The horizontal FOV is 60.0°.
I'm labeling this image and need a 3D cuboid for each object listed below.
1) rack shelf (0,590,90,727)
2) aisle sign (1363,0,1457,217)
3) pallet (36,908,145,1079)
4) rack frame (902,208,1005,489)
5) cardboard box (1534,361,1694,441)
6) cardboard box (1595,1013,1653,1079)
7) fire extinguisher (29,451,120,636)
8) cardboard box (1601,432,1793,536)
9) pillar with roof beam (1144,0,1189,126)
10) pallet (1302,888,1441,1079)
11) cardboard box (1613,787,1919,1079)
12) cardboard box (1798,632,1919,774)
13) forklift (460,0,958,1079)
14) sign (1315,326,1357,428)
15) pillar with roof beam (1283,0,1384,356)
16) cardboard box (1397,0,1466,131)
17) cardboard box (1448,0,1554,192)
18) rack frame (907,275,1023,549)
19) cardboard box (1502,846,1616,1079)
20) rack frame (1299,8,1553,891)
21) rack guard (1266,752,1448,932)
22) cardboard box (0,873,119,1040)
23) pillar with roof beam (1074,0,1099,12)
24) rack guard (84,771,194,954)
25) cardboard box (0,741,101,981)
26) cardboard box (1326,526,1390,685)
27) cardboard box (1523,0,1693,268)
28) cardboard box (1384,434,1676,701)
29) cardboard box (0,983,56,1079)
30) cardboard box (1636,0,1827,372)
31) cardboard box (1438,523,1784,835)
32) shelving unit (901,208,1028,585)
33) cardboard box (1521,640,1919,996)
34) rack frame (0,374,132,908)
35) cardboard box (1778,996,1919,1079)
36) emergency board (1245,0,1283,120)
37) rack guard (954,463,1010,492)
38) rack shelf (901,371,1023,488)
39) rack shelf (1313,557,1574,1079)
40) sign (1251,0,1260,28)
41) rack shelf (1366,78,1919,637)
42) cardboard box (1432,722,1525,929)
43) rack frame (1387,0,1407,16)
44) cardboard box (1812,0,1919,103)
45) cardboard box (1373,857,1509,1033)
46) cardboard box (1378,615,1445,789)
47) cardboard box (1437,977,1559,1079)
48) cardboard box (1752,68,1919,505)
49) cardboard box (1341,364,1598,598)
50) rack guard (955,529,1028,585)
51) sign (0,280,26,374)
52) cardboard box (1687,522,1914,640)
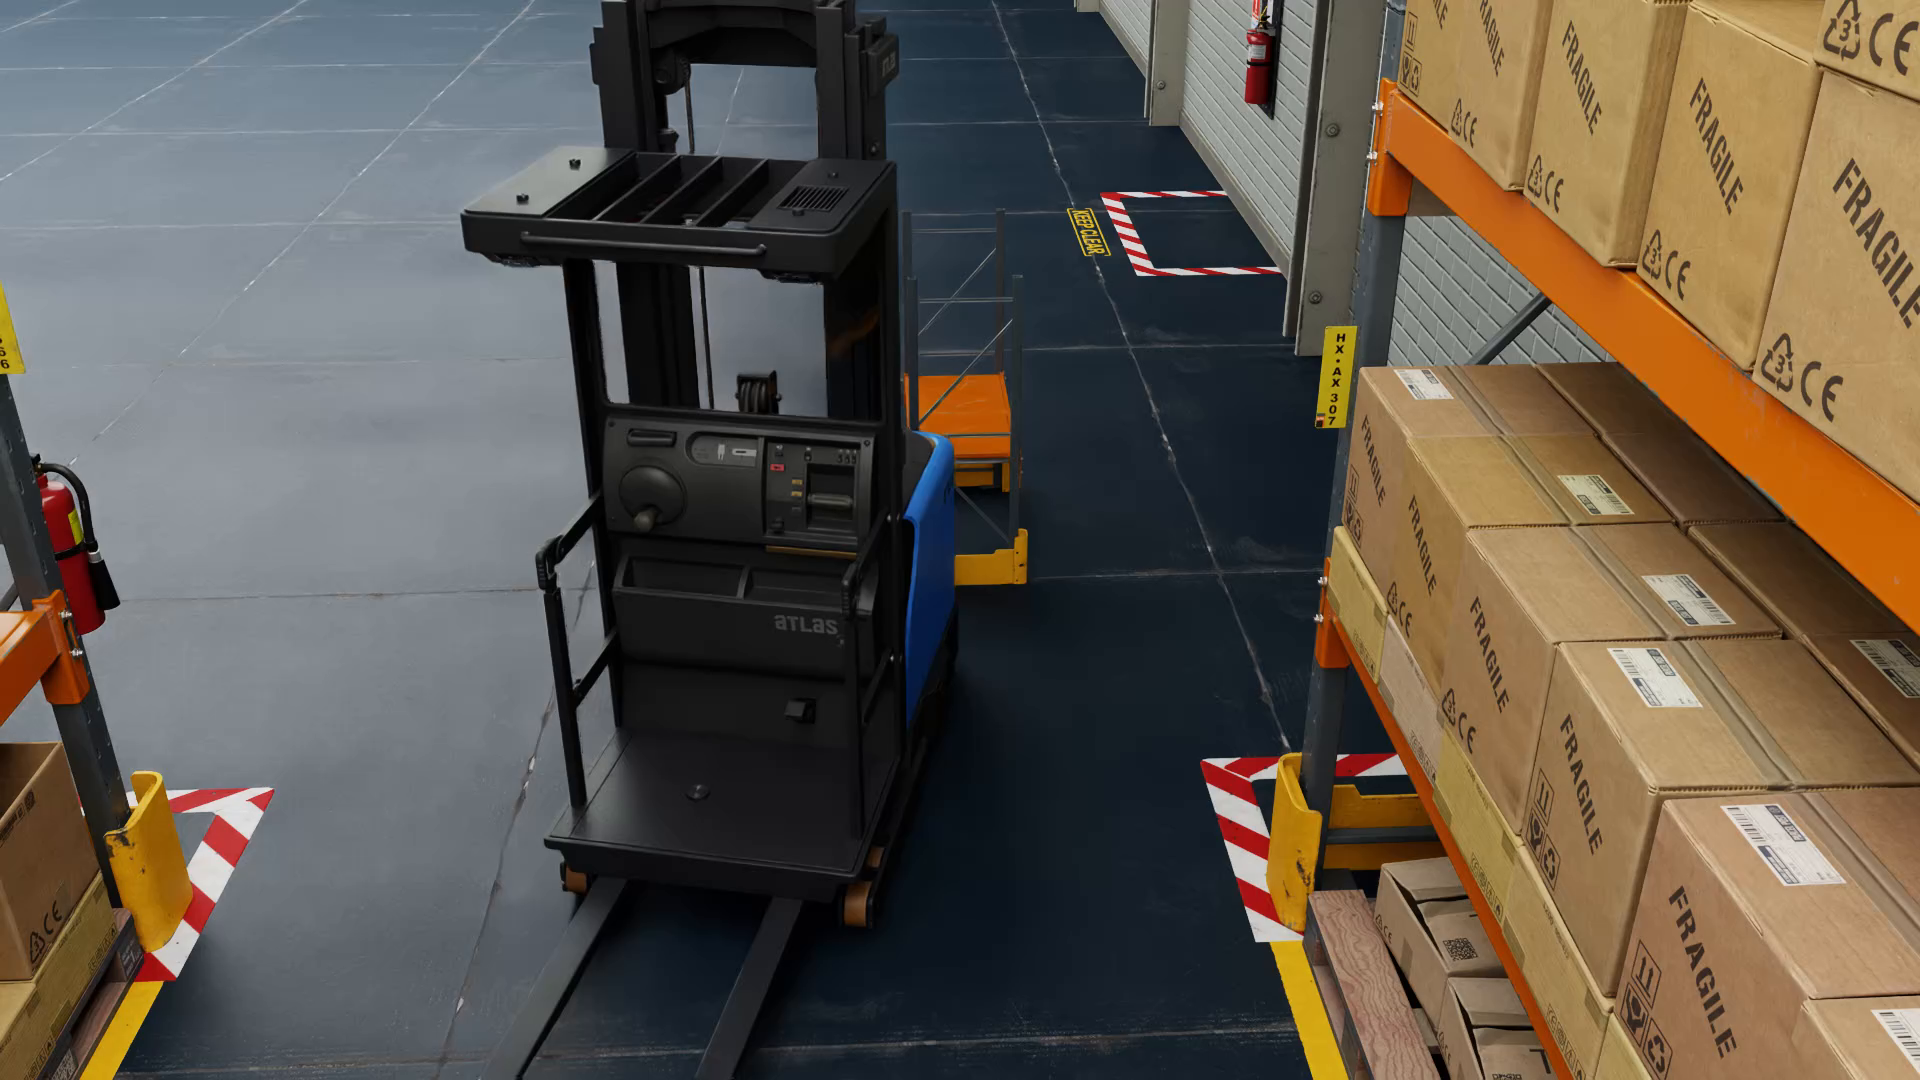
[{"bbox_3d":[-3.166,1.246,3.395,1.077,0.370,4.000,-1,28,-3],"label":"rack shelf"},{"bbox_3d":[1.373,-1.296,4.680,0.394,0.787,0.004,-1,28,-3],"label":"aisle sign"},{"bbox_3d":[-3.188,1.592,4.969,1.003,0.211,1.213,-1,28,-3],"label":"pallet"},{"bbox_3d":[-0.031,-0.939,8.429,0.500,1.500,0.032,-1,28,-3],"label":"rack frame"},{"bbox_3d":[1.914,-0.180,4.681,0.500,0.500,0.500,-2,28,-3],"label":"cardboard box"},{"bbox_3d":[1.499,1.114,3.011,0.500,0.250,0.500,-2,28,-3],"label":"cardboard box"},{"bbox_3d":[-2.812,-0.028,5.143,0.296,0.674,0.183,-1,28,-3],"label":"fire extinguisher"},{"bbox_3d":[1.930,0.053,4.235,0.500,0.500,0.500,-1,28,-2],"label":"cardboard box"},{"bbox_3d":[-2.349,-7.913,13.691,9.100,9.000,0.400,-1,28,-3],"label":"pillar with roof beam"},{"bbox_3d":[1.688,1.530,5.088,1.003,0.211,1.213,-1,28,-3],"label":"pallet"},{"bbox_3d":[1.505,0.781,2.839,0.500,0.500,0.500,-2,28,-4],"label":"cardboard box"},{"bbox_3d":[1.988,0.524,3.331,0.500,0.500,0.500,-1,28,-2],"label":"cardboard box"},{"bbox_3d":[-0.780,-0.153,5.375,1.130,2.935,3.031,5,28,9],"label":"forklift"},{"bbox_3d":[1.135,-0.488,5.006,0.100,0.325,0.005,-1,28,-3],"label":"sign"},{"bbox_3d":[-2.035,-5.142,8.378,9.100,9.000,0.400,-1,28,-3],"label":"pillar with roof beam"},{"bbox_3d":[1.444,-1.340,4.203,0.500,0.500,0.500,-1,28,-1],"label":"cardboard box"},{"bbox_3d":[1.437,-1.091,3.725,0.500,0.500,0.500,0,28,1],"label":"cardboard box"},{"bbox_3d":[0.022,-0.470,7.529,0.500,1.500,0.032,-1,28,-3],"label":"rack frame"},{"bbox_3d":[1.471,0.881,3.457,0.500,0.250,0.500,-1,28,-2],"label":"cardboard box"},{"bbox_3d":[1.677,-0.118,5.232,1.000,3.000,0.127,-1,28,-3],"label":"rack frame"},{"bbox_3d":[1.681,1.026,5.742,1.175,0.500,0.348,-1,28,-3],"label":"rack guard"},{"bbox_3d":[-2.947,1.277,5.077,0.500,0.250,0.500,-1,28,-3],"label":"cardboard box"},{"bbox_3d":[-2.662,-10.684,19.003,9.100,9.000,0.400,-1,28,-3],"label":"pillar with roof beam"},{"bbox_3d":[-3.271,1.101,5.598,1.175,0.500,0.348,-1,28,-3],"label":"rack guard"},{"bbox_3d":[-2.945,0.945,4.903,0.500,0.500,0.500,-1,28,-3],"label":"cardboard box"},{"bbox_3d":[1.385,0.173,4.815,0.500,0.250,0.500,-2,28,-4],"label":"cardboard box"},{"bbox_3d":[1.468,-0.852,3.266,0.500,0.500,0.500,0,28,0],"label":"cardboard box"},{"bbox_3d":[1.417,0.064,4.214,0.500,0.500,0.500,-1,28,-2],"label":"cardboard box"},{"bbox_3d":[-2.909,1.508,4.634,0.500,0.250,0.500,-1,28,-3],"label":"cardboard box"},{"bbox_3d":[1.517,-0.605,2.792,0.500,0.500,0.500,0,28,1],"label":"cardboard box"},{"bbox_3d":[1.438,0.303,3.756,0.500,0.500,0.500,-2,28,-4],"label":"cardboard box"},{"bbox_3d":[-0.004,-0.700,7.971,0.587,1.500,1.083,-1,28,-3],"label":"shelving unit"},{"bbox_3d":[1.477,0.541,3.299,0.500,0.500,0.500,-1,28,-1],"label":"cardboard box"},{"bbox_3d":[-3.270,0.004,4.999,1.000,3.000,0.127,-1,28,-3],"label":"rack frame"},{"bbox_3d":[1.520,1.014,2.392,0.500,0.500,0.500,-2,28,-3],"label":"cardboard box"},{"bbox_3d":[2.173,-3.728,12.154,0.194,1.169,0.643,-1,28,-3],"label":"emergency board"},{"bbox_3d":[-0.030,-0.376,8.701,0.587,0.250,0.087,-1,28,-3],"label":"rack guard"},{"bbox_3d":[-0.004,-0.545,8.062,0.538,0.185,1.000,-1,28,-3],"label":"rack shelf"},{"bbox_3d":[1.781,1.125,3.627,1.077,0.370,4.000,-1,28,-3],"label":"rack shelf"},{"bbox_3d":[2.247,-4.002,12.641,0.001,0.329,0.234,-1,28,-3],"label":"sign"},{"bbox_3d":[1.781,-0.205,2.933,1.077,0.370,4.000,-1,28,-3],"label":"rack shelf"},{"bbox_3d":[1.447,0.648,3.904,0.500,0.250,0.500,-2,28,-3],"label":"cardboard box"},{"bbox_3d":[1.677,-2.777,3.844,1.000,3.000,0.127,-1,28,-3],"label":"rack frame"},{"bbox_3d":[1.512,-0.815,2.115,0.500,0.500,0.500,-2,28,-4],"label":"cardboard box"},{"bbox_3d":[1.623,1.201,5.135,0.500,0.311,0.500,-4,28,-8],"label":"cardboard box"},{"bbox_3d":[1.426,0.413,4.356,0.500,0.250,0.500,-2,28,-4],"label":"cardboard box"},{"bbox_3d":[1.653,1.465,4.630,0.500,0.311,0.500,1,28,2],"label":"cardboard box"},{"bbox_3d":[1.532,-0.370,2.341,0.500,0.500,0.500,-2,28,-5],"label":"cardboard box"},{"bbox_3d":[1.401,-0.165,4.652,0.500,0.500,0.500,-1,28,-3],"label":"cardboard box"},{"bbox_3d":[0.022,0.084,7.819,0.587,0.250,0.087,-1,28,-3],"label":"rack guard"},{"bbox_3d":[-2.727,-0.621,4.689,0.100,0.325,0.005,-1,28,-3],"label":"sign"},{"bbox_3d":[1.961,0.292,3.777,0.500,0.500,0.500,-2,28,-4],"label":"cardboard box"}]
